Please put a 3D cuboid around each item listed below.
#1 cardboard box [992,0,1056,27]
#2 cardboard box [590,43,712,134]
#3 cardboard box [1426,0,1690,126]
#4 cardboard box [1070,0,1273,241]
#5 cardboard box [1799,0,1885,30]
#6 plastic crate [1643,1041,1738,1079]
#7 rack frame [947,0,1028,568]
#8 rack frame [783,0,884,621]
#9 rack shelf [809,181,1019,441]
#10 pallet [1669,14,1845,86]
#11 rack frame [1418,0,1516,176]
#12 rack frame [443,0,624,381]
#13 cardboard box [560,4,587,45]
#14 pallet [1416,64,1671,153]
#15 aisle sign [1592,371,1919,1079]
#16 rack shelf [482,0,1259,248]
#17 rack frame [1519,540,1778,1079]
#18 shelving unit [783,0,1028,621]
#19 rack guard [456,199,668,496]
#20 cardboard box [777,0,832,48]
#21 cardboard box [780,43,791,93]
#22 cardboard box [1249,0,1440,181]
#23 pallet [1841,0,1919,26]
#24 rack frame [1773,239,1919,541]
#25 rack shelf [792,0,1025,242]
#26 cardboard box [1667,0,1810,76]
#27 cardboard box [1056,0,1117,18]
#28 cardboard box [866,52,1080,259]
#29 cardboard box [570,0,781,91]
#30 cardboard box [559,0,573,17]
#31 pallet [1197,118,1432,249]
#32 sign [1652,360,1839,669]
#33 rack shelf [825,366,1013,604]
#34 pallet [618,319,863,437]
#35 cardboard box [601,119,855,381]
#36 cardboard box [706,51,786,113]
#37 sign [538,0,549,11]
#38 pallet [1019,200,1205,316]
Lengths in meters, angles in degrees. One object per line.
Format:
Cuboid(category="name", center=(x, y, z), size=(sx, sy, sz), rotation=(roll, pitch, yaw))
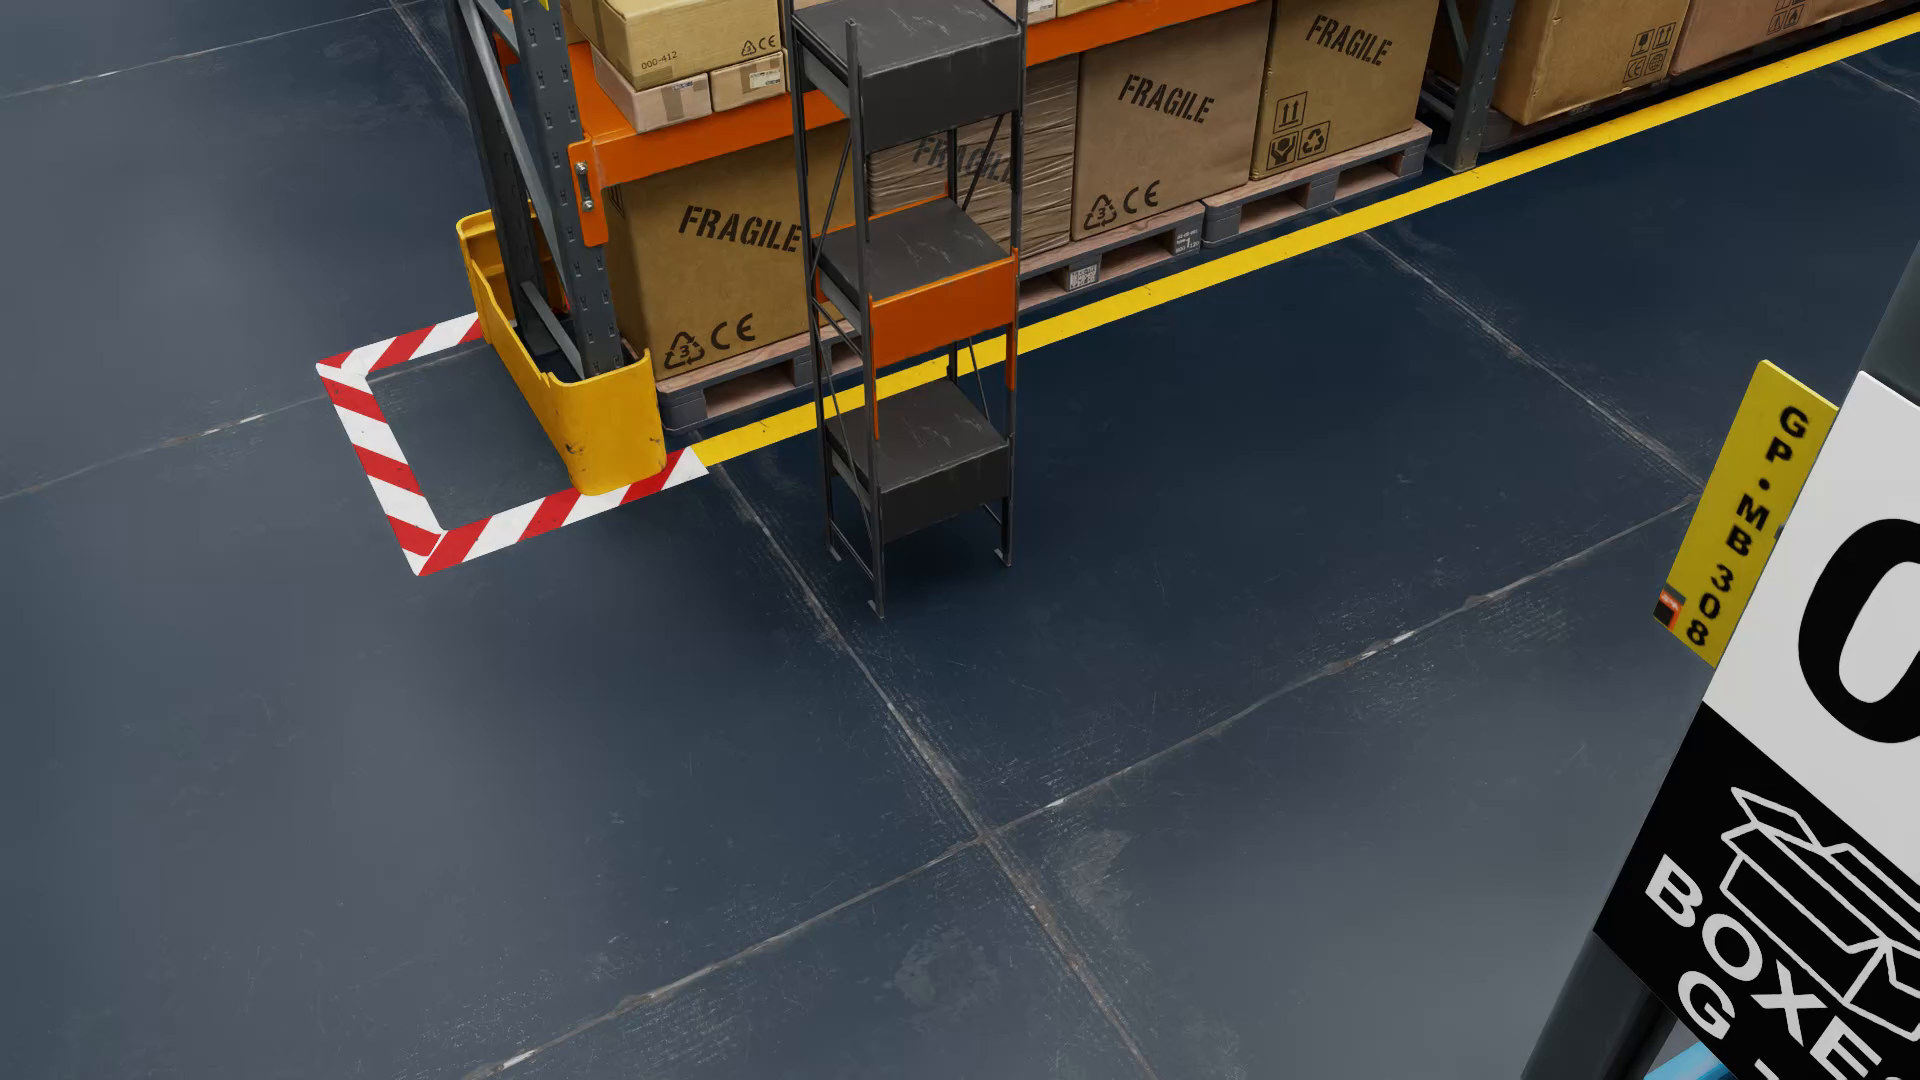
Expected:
Cuboid(category="cardboard box", center=(0.129, -1.918, 5.753), size=(0.250, 0.149, 0.380), rotation=(-22, 48, -21))
Cuboid(category="cardboard box", center=(-0.985, -1.470, 5.292), size=(0.250, 0.149, 0.380), rotation=(-21, 48, -21))
Cuboid(category="cardboard box", center=(2.556, -2.647, 7.548), size=(0.875, 0.875, 1.225), rotation=(-22, 48, -21))
Cuboid(category="cardboard box", center=(0.619, -1.920, 6.798), size=(0.875, 0.875, 0.875), rotation=(-22, 48, -21))
Cuboid(category="cardboard box", center=(4.094, -3.269, 8.189), size=(0.875, 0.875, 1.225), rotation=(-22, 48, -21))
Cuboid(category="plastic crate", center=(1.208, 1.091, 2.403), size=(0.499, 0.435, 0.616), rotation=(-22, 48, -21))
Cuboid(category="rack frame", center=(0.068, -0.781, 5.047), size=(0.015, 2.100, 0.400), rotation=(-22, 48, -21))
Cuboid(category="rack frame", center=(-0.355, -0.611, 4.872), size=(0.015, 2.100, 0.400), rotation=(-22, 48, -21))
Cuboid(category="rack shelf", center=(-0.144, -0.686, 4.969), size=(0.480, 0.518, 0.431), rotation=(-22, 48, -21))
Cuboid(category="pallet", center=(3.702, -2.763, 8.445), size=(1.213, 0.211, 1.003), rotation=(-22, 48, -21))
Cuboid(category="rack frame", center=(2.011, -3.024, 6.713), size=(0.127, 3.000, 1.000), rotation=(-22, 48, -21))
Cuboid(category="rack frame", center=(-1.457, -1.637, 5.283), size=(0.127, 3.000, 1.000), rotation=(-22, 48, -21))
Cuboid(category="cardboard box", center=(-1.312, -1.869, 5.702), size=(0.250, 0.149, 0.380), rotation=(-21, 48, -20))
Cuboid(category="pallet", center=(2.643, -2.337, 8.006), size=(1.213, 0.211, 1.003), rotation=(-22, 48, -21))
Cuboid(category="aisle sign", center=(0.802, 0.269, 1.452), size=(0.004, 0.787, 0.394), rotation=(-22, 48, -21))
Cuboid(category="rack shelf", center=(0.277, -2.072, 6.248), size=(4.000, 0.370, 1.077), rotation=(-22, 48, -21))
Cuboid(category="rack frame", center=(1.011, 1.354, 2.201), size=(0.127, 3.000, 1.000), rotation=(-22, 48, -21))
Cuboid(category="shelving unit", center=(-0.144, -0.696, 4.960), size=(0.503, 2.100, 0.431), rotation=(-22, 48, -21))
Cuboid(category="rack guard", center=(-1.478, -0.731, 6.144), size=(0.348, 0.500, 1.175), rotation=(-22, 48, -21))
Cuboid(category="cardboard box", center=(-0.459, -1.877, 5.425), size=(0.500, 0.250, 0.500), rotation=(-22, 48, -21))
Cuboid(category="cardboard box", center=(-0.541, -1.649, 5.476), size=(0.250, 0.149, 0.380), rotation=(-23, 49, -22))
Cuboid(category="cardboard box", center=(1.399, -2.232, 7.120), size=(0.875, 0.875, 0.875), rotation=(-22, 48, -21))
Cuboid(category="pallet", center=(4.759, -3.183, 8.879), size=(1.213, 0.211, 1.003), rotation=(-22, 48, -21))
Cuboid(category="rack frame", center=(1.011, -0.799, 0.111), size=(0.127, 3.000, 1.000), rotation=(-22, 48, -21))
Cuboid(category="rack shelf", center=(-0.144, -1.189, 4.482), size=(0.480, 0.518, 0.431), rotation=(-22, 48, -21))
Cuboid(category="cardboard box", center=(3.331, -2.957, 7.867), size=(0.875, 0.875, 1.225), rotation=(-23, 49, -22))
Cuboid(category="cardboard box", center=(0.348, -2.005, 5.842), size=(0.250, 0.149, 0.380), rotation=(-23, 49, -22))
Cuboid(category="cardboard box", center=(-0.153, -1.611, 6.480), size=(0.875, 0.875, 0.875), rotation=(-22, 48, -21))
Cuboid(category="cardboard box", center=(-0.906, -1.693, 5.235), size=(0.500, 0.250, 0.500), rotation=(-23, 49, -22))
Cuboid(category="cardboard box", center=(-1.169, -2.018, 5.570), size=(0.500, 0.250, 0.500), rotation=(-23, 48, -22))
Cuboid(category="pallet", center=(1.313, -1.807, 7.461), size=(1.213, 0.211, 1.003), rotation=(-22, 48, -21))
Cuboid(category="sign", center=(0.722, -0.011, 1.529), size=(0.005, 0.325, 0.100), rotation=(-22, 48, -21))
Cuboid(category="rack shelf", center=(-0.144, -0.184, 5.457), size=(0.480, 0.518, 0.431), rotation=(-22, 48, -21))
Cuboid(category="pallet", center=(-0.803, -0.961, 6.588), size=(1.213, 0.211, 1.003), rotation=(-22, 48, -21))
Cuboid(category="cardboard box", center=(-0.942, -1.295, 6.155), size=(0.875, 0.875, 0.875), rotation=(-22, 48, -21))
Cuboid(category="cardboard box", center=(-0.763, -1.560, 5.384), size=(0.250, 0.149, 0.380), rotation=(-22, 48, -22))
Cuboid(category="sign", center=(-1.186, -1.638, 4.606), size=(0.005, 0.325, 0.100), rotation=(-22, 48, -21))
Cuboid(category="pallet", center=(0.254, -1.381, 7.021), size=(1.213, 0.211, 1.003), rotation=(-22, 48, -21))
